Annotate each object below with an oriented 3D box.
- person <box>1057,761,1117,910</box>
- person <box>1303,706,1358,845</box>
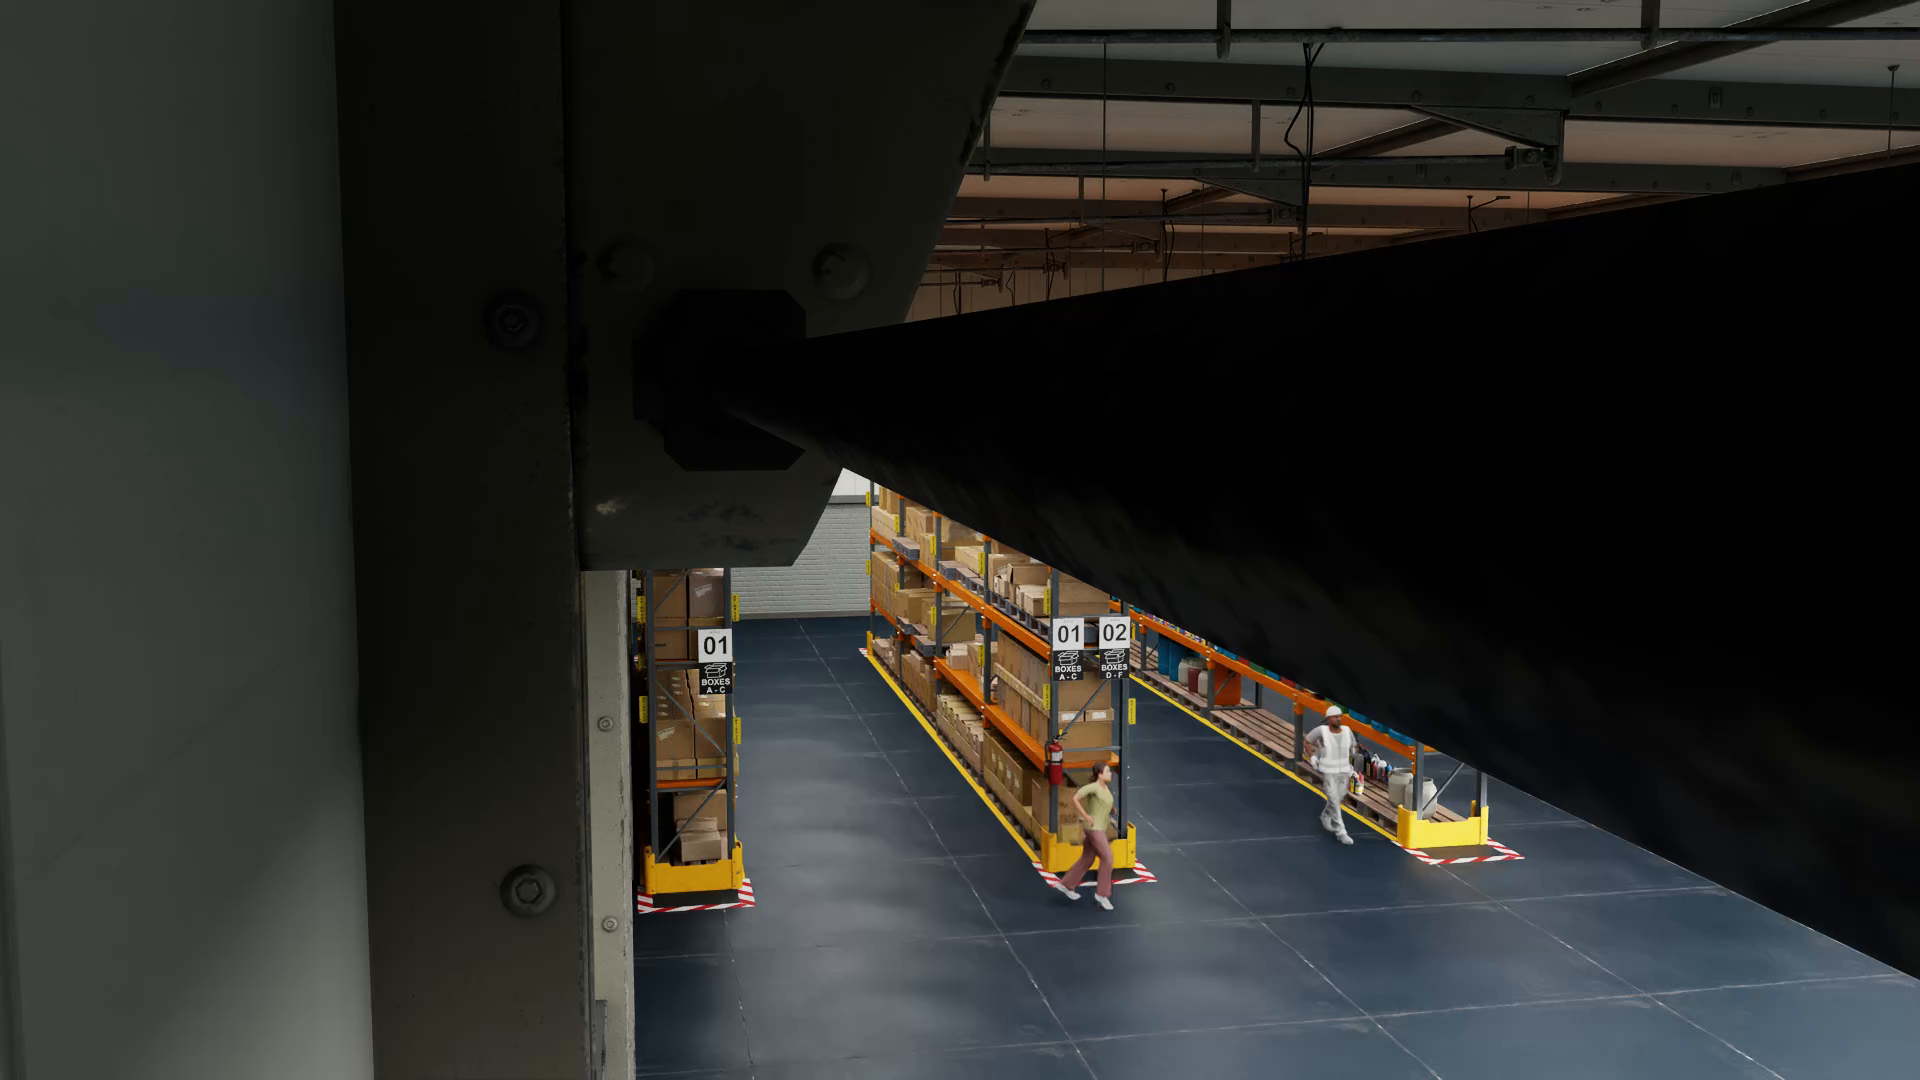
[{"bbox_3d":[1.553,3.472,19.715,0.737,1.705,0.599,2,6,20],"label":"person"},{"bbox_3d":[5.010,3.092,22.192,0.691,1.757,0.960,-2,6,-16],"label":"person"}]
